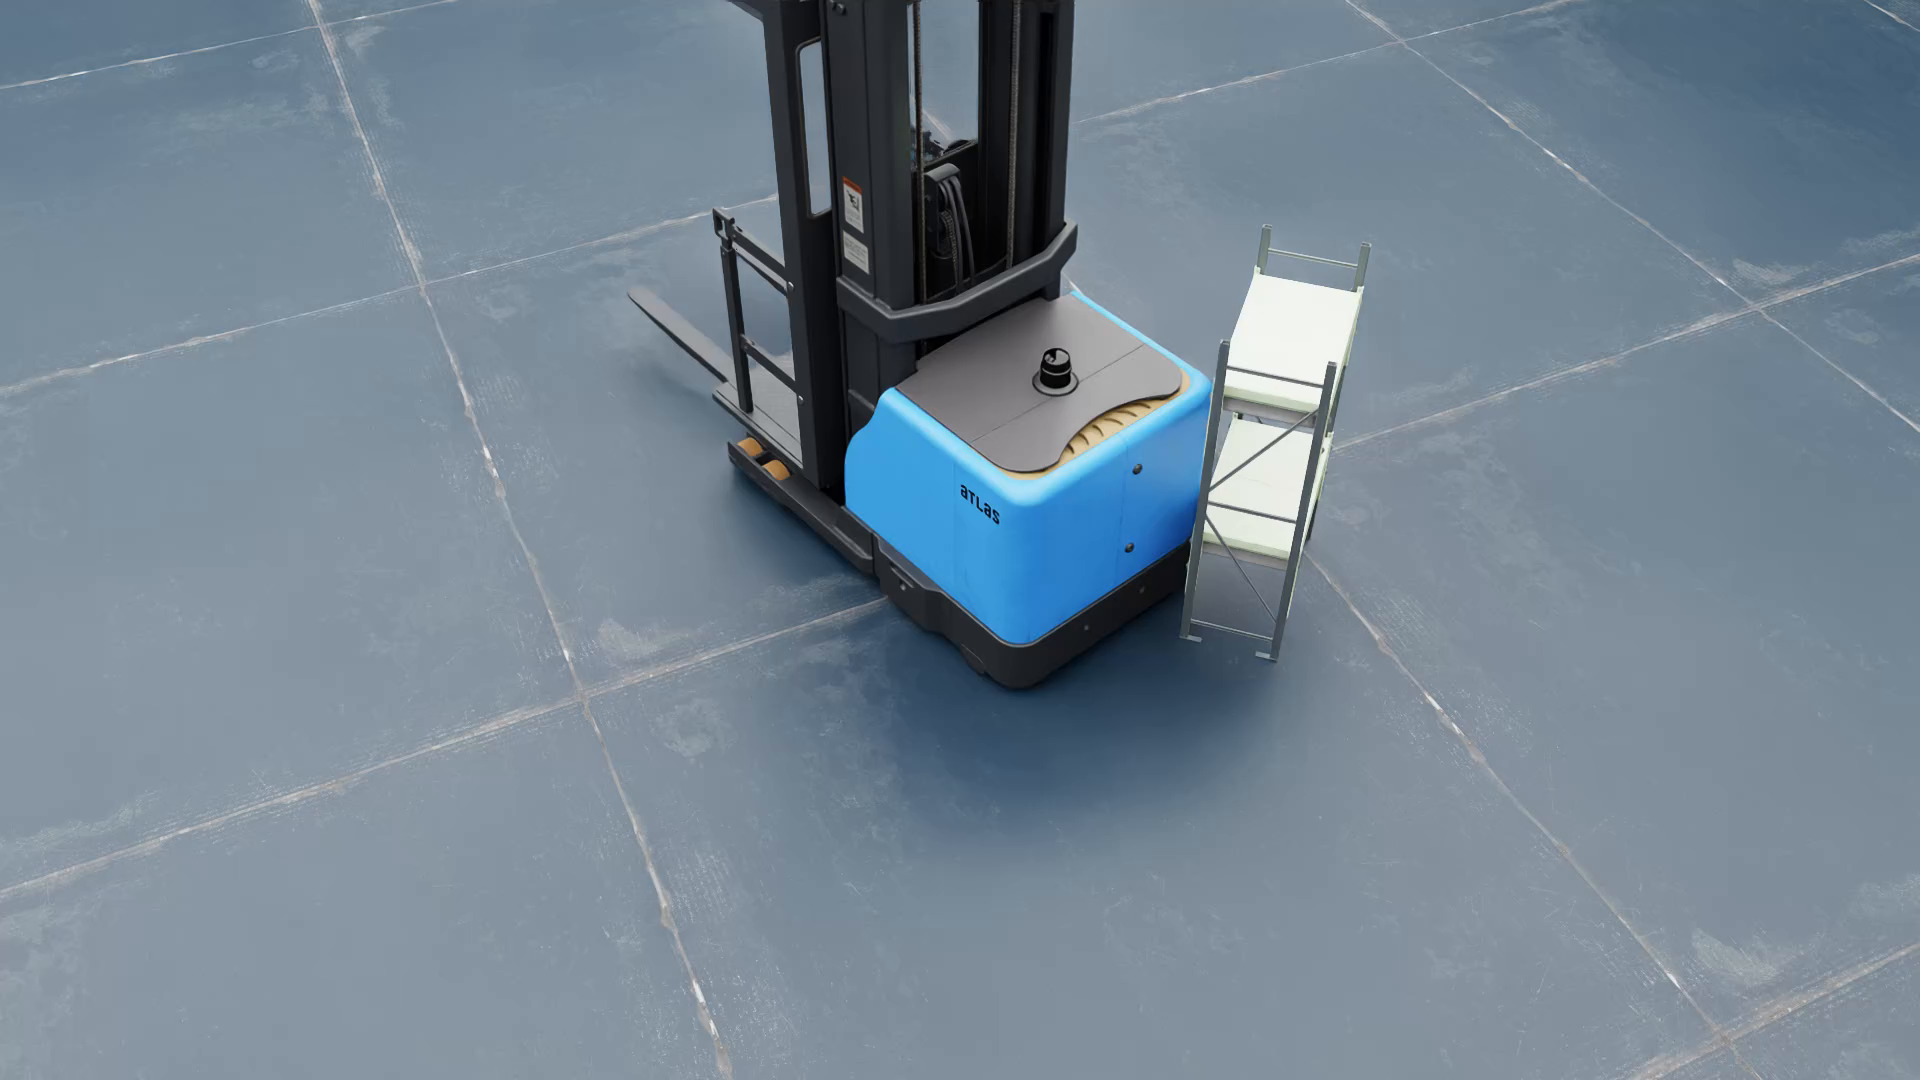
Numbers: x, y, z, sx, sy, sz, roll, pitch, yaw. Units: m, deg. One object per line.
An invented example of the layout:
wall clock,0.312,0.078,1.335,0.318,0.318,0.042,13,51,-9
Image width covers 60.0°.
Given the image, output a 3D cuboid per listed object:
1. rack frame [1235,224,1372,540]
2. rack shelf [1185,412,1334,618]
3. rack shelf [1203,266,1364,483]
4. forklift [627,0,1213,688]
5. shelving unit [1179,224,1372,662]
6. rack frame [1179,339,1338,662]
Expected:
rack frame,1.313,-0.587,6.646,0.400,1.500,0.023,13,46,13
rack shelf,1.195,-0.111,6.628,0.431,0.370,0.720,13,46,13
rack shelf,1.195,-0.621,6.125,0.431,0.370,0.720,13,46,13
forklift,-0.373,-1.435,6.487,1.130,2.935,3.031,-31,52,-28
shelving unit,1.195,-0.344,6.399,0.431,1.500,0.755,13,46,13
rack frame,1.078,-0.100,6.152,0.400,1.500,0.023,13,46,13
